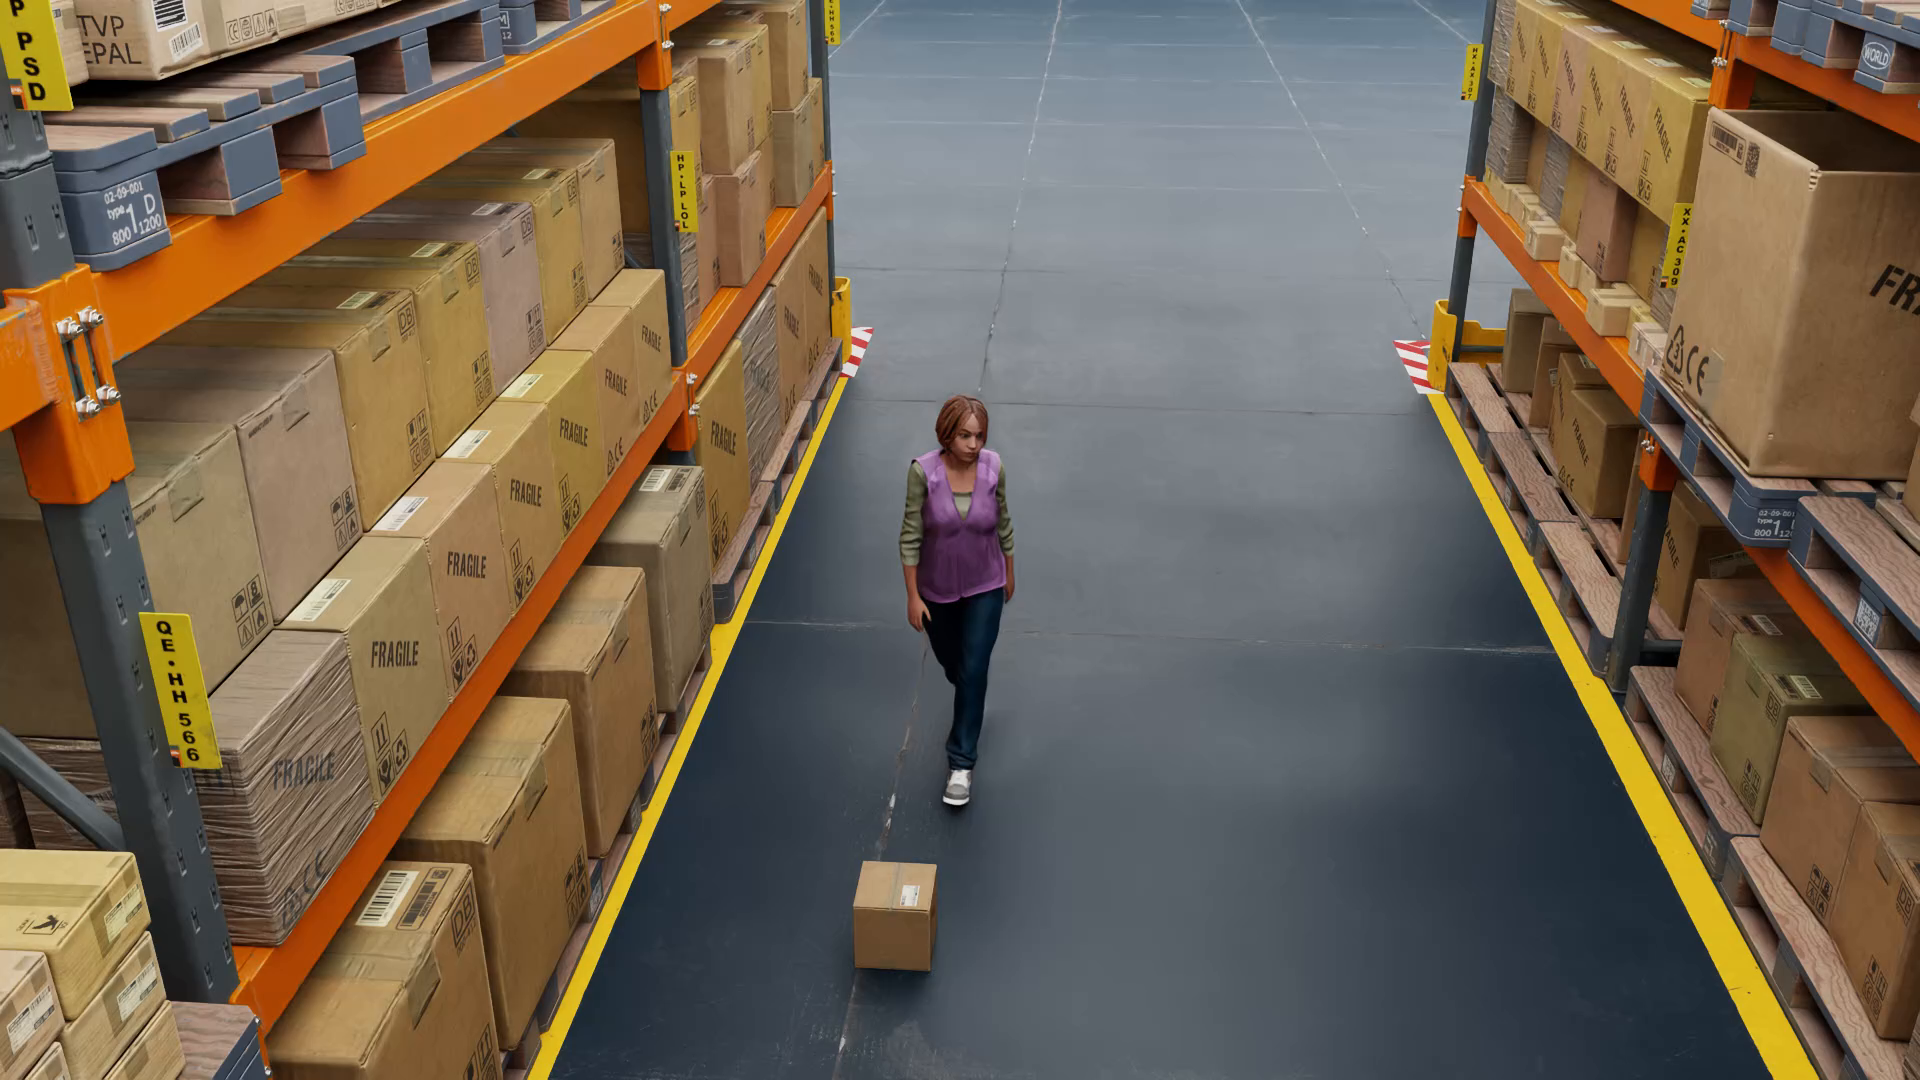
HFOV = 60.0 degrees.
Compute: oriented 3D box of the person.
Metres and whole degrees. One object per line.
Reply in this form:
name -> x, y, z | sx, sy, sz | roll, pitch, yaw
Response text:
person -> -0.006, 0.150, 6.307 | 0.436, 1.550, 0.866 | 1, 25, 1
